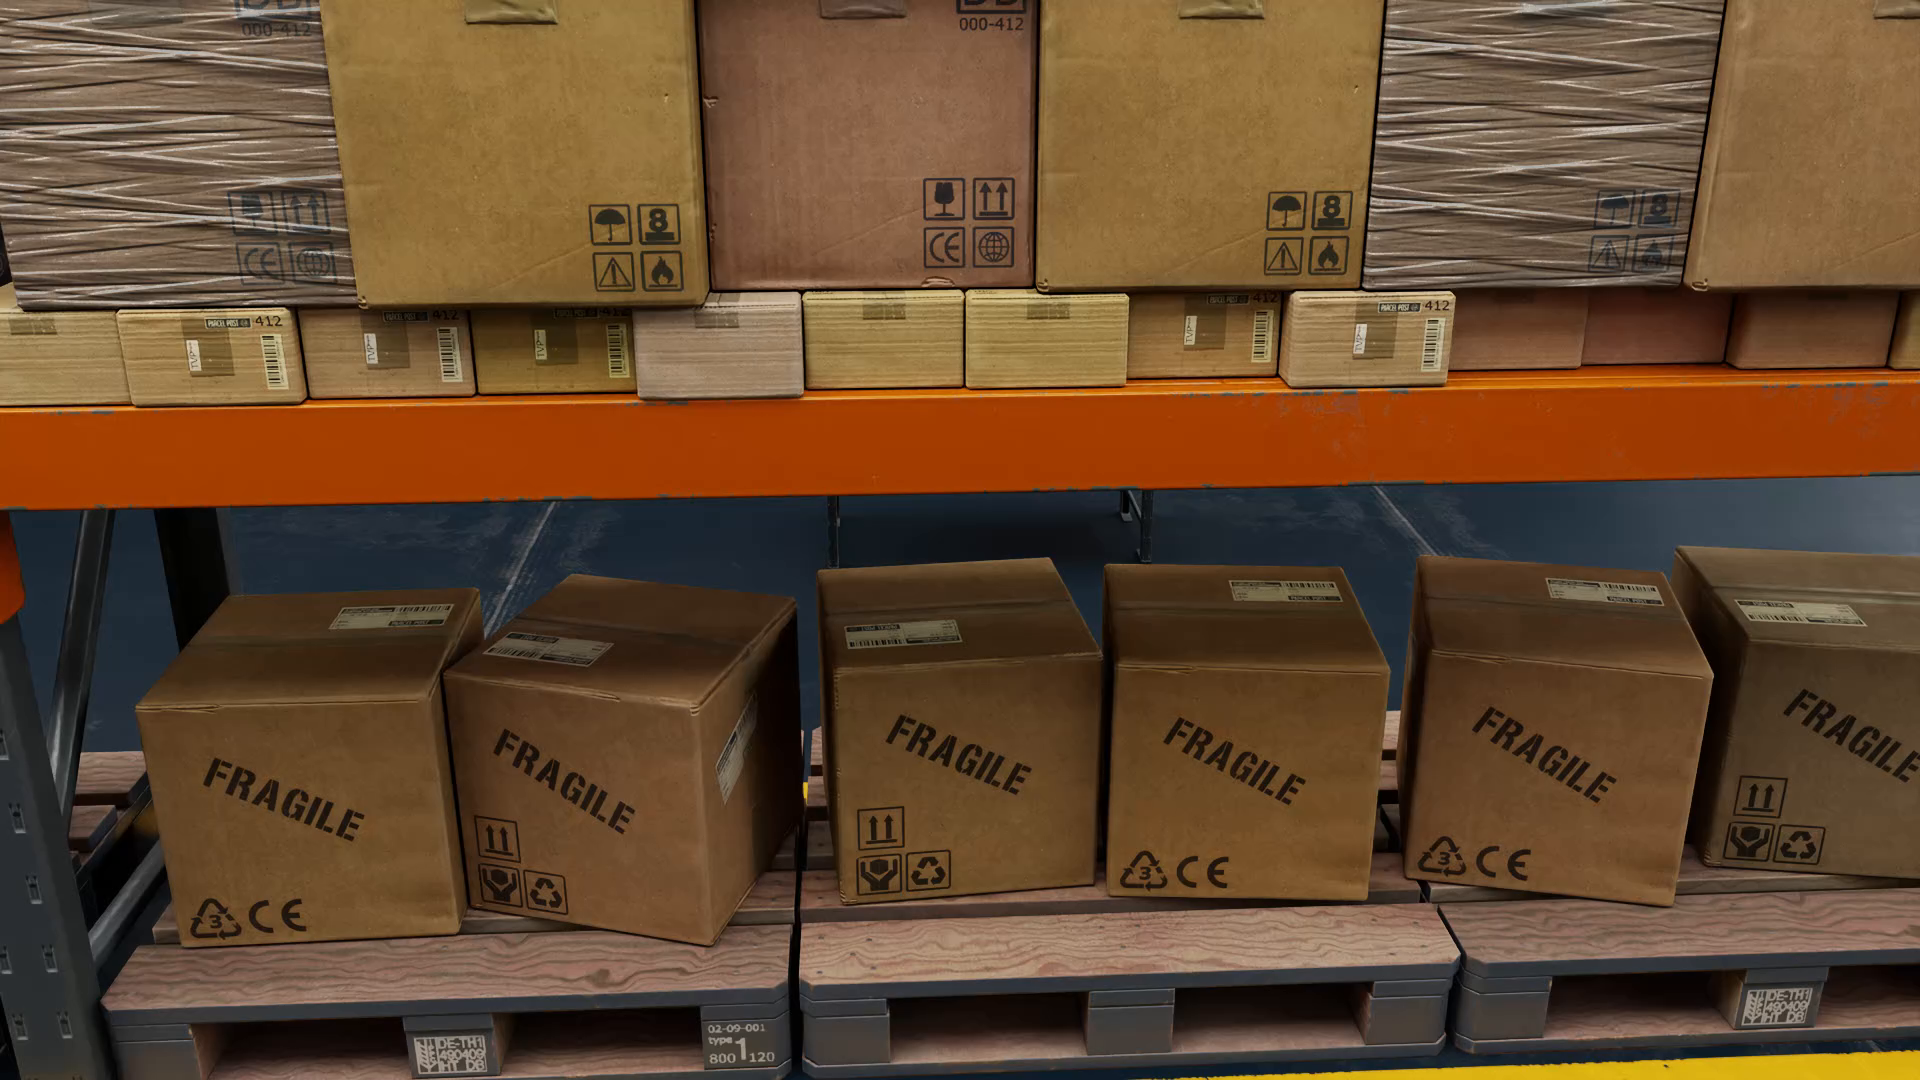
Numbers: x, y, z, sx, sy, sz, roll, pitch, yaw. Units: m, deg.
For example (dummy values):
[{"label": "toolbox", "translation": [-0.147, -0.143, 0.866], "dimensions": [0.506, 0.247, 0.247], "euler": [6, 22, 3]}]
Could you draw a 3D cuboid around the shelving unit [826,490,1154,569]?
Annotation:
[{"label": "shelving unit", "translation": [0.085, -0.703, 5.359], "dimensions": [1.048, 1.500, 0.538], "euler": [-1, 21, -3]}]

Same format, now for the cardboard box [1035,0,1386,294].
[{"label": "cardboard box", "translation": [0.344, -0.766, 2.860], "dimensions": [0.500, 0.500, 0.875], "euler": [-1, 21, -3]}]

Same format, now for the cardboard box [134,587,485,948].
[{"label": "cardboard box", "translation": [-1.204, 0.424, 3.216], "dimensions": [0.500, 0.500, 0.500], "euler": [-2, 21, -5]}]

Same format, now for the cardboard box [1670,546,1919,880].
[{"label": "cardboard box", "translation": [1.764, 0.343, 3.427], "dimensions": [0.500, 0.500, 0.500], "euler": [3, 21, 7]}]

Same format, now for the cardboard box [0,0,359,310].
[{"label": "cardboard box", "translation": [-1.152, -0.727, 2.757], "dimensions": [0.500, 0.500, 0.875], "euler": [-1, 21, -3]}]

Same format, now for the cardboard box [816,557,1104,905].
[{"label": "cardboard box", "translation": [-0.017, 0.369, 3.360], "dimensions": [0.500, 0.500, 0.500], "euler": [-3, 21, -8]}]

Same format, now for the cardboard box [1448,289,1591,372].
[{"label": "cardboard box", "translation": [0.869, -0.408, 2.830], "dimensions": [0.250, 0.149, 0.380], "euler": [-1, 21, -3]}]

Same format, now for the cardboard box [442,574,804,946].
[{"label": "cardboard box", "translation": [-0.632, 0.409, 3.253], "dimensions": [0.500, 0.500, 0.500], "euler": [5, 22, 14]}]

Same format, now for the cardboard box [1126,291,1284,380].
[{"label": "cardboard box", "translation": [0.370, -0.391, 2.785], "dimensions": [0.250, 0.149, 0.380], "euler": [-1, 21, -3]}]

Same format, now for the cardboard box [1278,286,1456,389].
[{"label": "cardboard box", "translation": [0.624, -0.371, 2.734], "dimensions": [0.250, 0.149, 0.380], "euler": [-1, 21, -3]}]

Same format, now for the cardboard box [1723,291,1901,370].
[{"label": "cardboard box", "translation": [1.369, -0.411, 2.839], "dimensions": [0.250, 0.149, 0.380], "euler": [-1, 21, -3]}]

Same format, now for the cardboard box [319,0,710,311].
[{"label": "cardboard box", "translation": [-0.651, -0.725, 2.751], "dimensions": [0.500, 0.500, 0.875], "euler": [-1, 21, -3]}]

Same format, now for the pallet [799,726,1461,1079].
[{"label": "pallet", "translation": [0.284, 0.697, 3.495], "dimensions": [1.213, 0.211, 1.003], "euler": [-1, 21, -3]}]

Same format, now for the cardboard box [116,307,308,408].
[{"label": "cardboard box", "translation": [-1.123, -0.335, 2.638], "dimensions": [0.250, 0.149, 0.380], "euler": [-1, 21, -3]}]

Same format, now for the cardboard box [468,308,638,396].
[{"label": "cardboard box", "translation": [-0.626, -0.358, 2.700], "dimensions": [0.250, 0.149, 0.380], "euler": [-1, 21, -3]}]

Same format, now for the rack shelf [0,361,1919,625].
[{"label": "rack shelf", "translation": [0.392, -0.259, 3.096], "dimensions": [4.000, 0.370, 1.077], "euler": [-1, 21, -3]}]

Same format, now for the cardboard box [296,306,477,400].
[{"label": "cardboard box", "translation": [-0.875, -0.350, 2.678], "dimensions": [0.250, 0.149, 0.380], "euler": [-1, 21, -3]}]

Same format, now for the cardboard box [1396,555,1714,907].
[{"label": "cardboard box", "translation": [1.169, 0.367, 3.364], "dimensions": [0.500, 0.500, 0.500], "euler": [4, 21, 11]}]

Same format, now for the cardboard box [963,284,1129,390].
[{"label": "cardboard box", "translation": [0.123, -0.370, 2.730], "dimensions": [0.250, 0.149, 0.380], "euler": [-1, 21, -3]}]

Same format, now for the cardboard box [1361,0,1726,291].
[{"label": "cardboard box", "translation": [0.844, -0.772, 2.876], "dimensions": [0.500, 0.500, 0.875], "euler": [-1, 21, -3]}]

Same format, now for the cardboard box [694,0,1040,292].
[{"label": "cardboard box", "translation": [-0.158, -0.771, 2.872], "dimensions": [0.500, 0.500, 0.875], "euler": [-1, 21, -3]}]

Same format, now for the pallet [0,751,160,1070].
[{"label": "pallet", "translation": [-2.382, 0.765, 3.315], "dimensions": [1.213, 0.211, 1.003], "euler": [-1, 21, -3]}]

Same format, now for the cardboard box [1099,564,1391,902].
[{"label": "cardboard box", "translation": [0.543, 0.373, 3.348], "dimensions": [0.500, 0.500, 0.500], "euler": [1, 21, 2]}]

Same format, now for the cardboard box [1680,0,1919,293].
[{"label": "cardboard box", "translation": [1.345, -0.767, 2.862], "dimensions": [0.500, 0.500, 0.875], "euler": [-1, 21, -3]}]

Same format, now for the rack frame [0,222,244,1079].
[{"label": "rack frame", "translation": [-1.605, -0.554, 2.862], "dimensions": [0.127, 3.000, 1.000], "euler": [-1, 21, -3]}]

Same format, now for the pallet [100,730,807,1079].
[{"label": "pallet", "translation": [-0.937, 0.723, 3.427], "dimensions": [1.213, 0.211, 1.003], "euler": [-1, 21, -3]}]

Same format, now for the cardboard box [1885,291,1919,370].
[{"label": "cardboard box", "translation": [1.619, -0.411, 2.838], "dimensions": [0.250, 0.149, 0.380], "euler": [-1, 21, -3]}]

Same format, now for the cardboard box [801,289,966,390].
[{"label": "cardboard box", "translation": [-0.127, -0.369, 2.727], "dimensions": [0.250, 0.149, 0.380], "euler": [-1, 21, -3]}]

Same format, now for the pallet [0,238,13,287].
[{"label": "pallet", "translation": [-2.376, -0.501, 2.991], "dimensions": [1.213, 0.211, 1.003], "euler": [-1, 21, -3]}]

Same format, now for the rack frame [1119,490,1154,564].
[{"label": "rack frame", "translation": [0.593, -0.713, 5.386], "dimensions": [0.032, 1.500, 0.500], "euler": [-1, 21, -3]}]

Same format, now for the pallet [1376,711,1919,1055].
[{"label": "pallet", "translation": [1.499, 0.673, 3.557], "dimensions": [1.213, 0.211, 1.003], "euler": [-1, 21, -3]}]

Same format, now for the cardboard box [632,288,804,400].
[{"label": "cardboard box", "translation": [-0.374, -0.349, 2.675], "dimensions": [0.250, 0.149, 0.380], "euler": [-1, 21, -3]}]

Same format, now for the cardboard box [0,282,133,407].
[{"label": "cardboard box", "translation": [-1.373, -0.335, 2.637], "dimensions": [0.250, 0.149, 0.380], "euler": [-1, 21, -3]}]

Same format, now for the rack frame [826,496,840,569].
[{"label": "rack frame", "translation": [-0.422, -0.692, 5.332], "dimensions": [0.032, 1.500, 0.500], "euler": [-1, 21, -3]}]

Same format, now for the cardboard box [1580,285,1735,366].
[{"label": "cardboard box", "translation": [1.117, -0.421, 2.864], "dimensions": [0.250, 0.149, 0.380], "euler": [-1, 21, -3]}]
